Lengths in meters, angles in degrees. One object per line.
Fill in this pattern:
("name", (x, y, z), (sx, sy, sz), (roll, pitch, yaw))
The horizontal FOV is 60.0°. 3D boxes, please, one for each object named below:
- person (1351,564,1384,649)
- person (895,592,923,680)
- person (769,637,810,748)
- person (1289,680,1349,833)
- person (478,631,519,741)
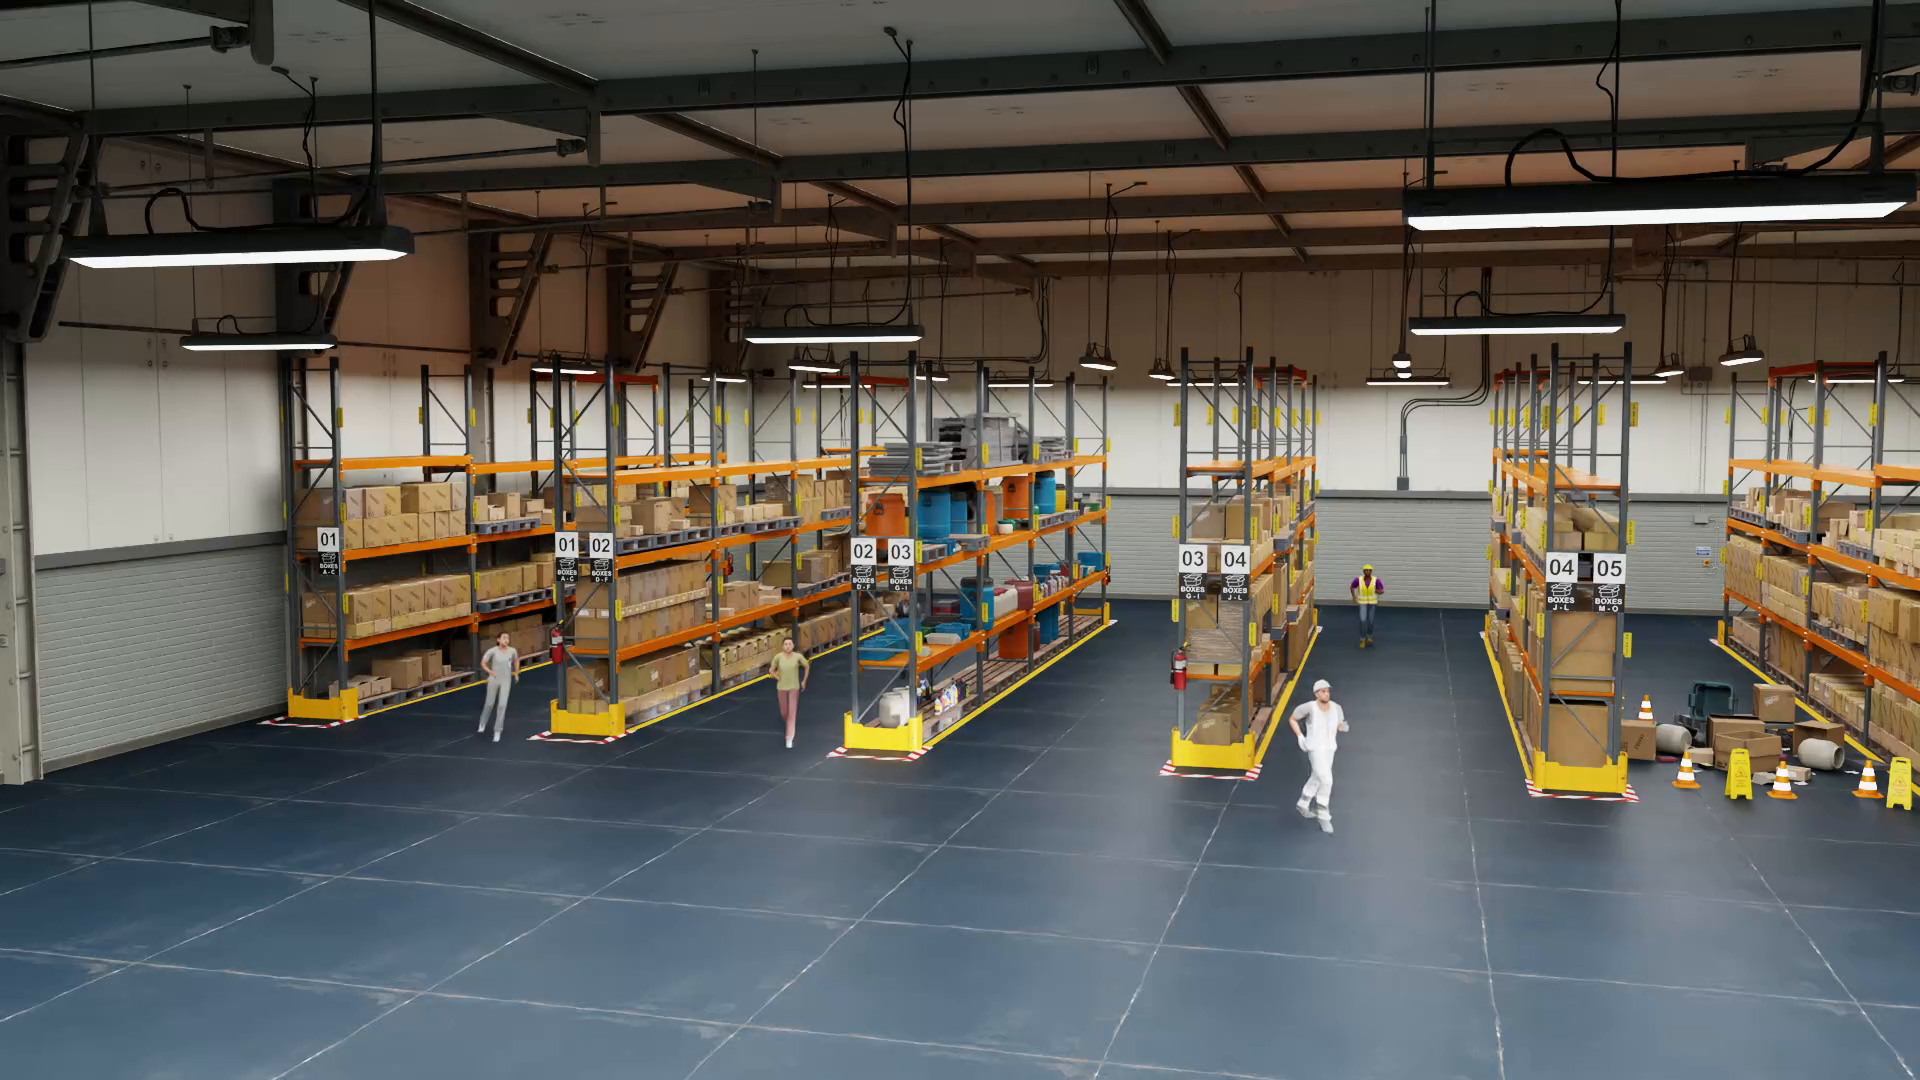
("person", (8.924, 1.439, 36.398), (0.696, 1.822, 0.777), (1, 4, 7))
("person", (-0.993, 1.807, 32.022), (0.574, 1.760, 0.847), (0, 4, 4))
("person", (-2.634, 2.309, 25.603), (0.617, 1.668, 0.834), (0, 4, 2))
("person", (4.428, 2.622, 20.400), (0.618, 1.851, 0.798), (-2, 5, -27))
("person", (-7.213, 2.252, 26.090), (0.647, 1.665, 0.913), (-2, 5, -23))
